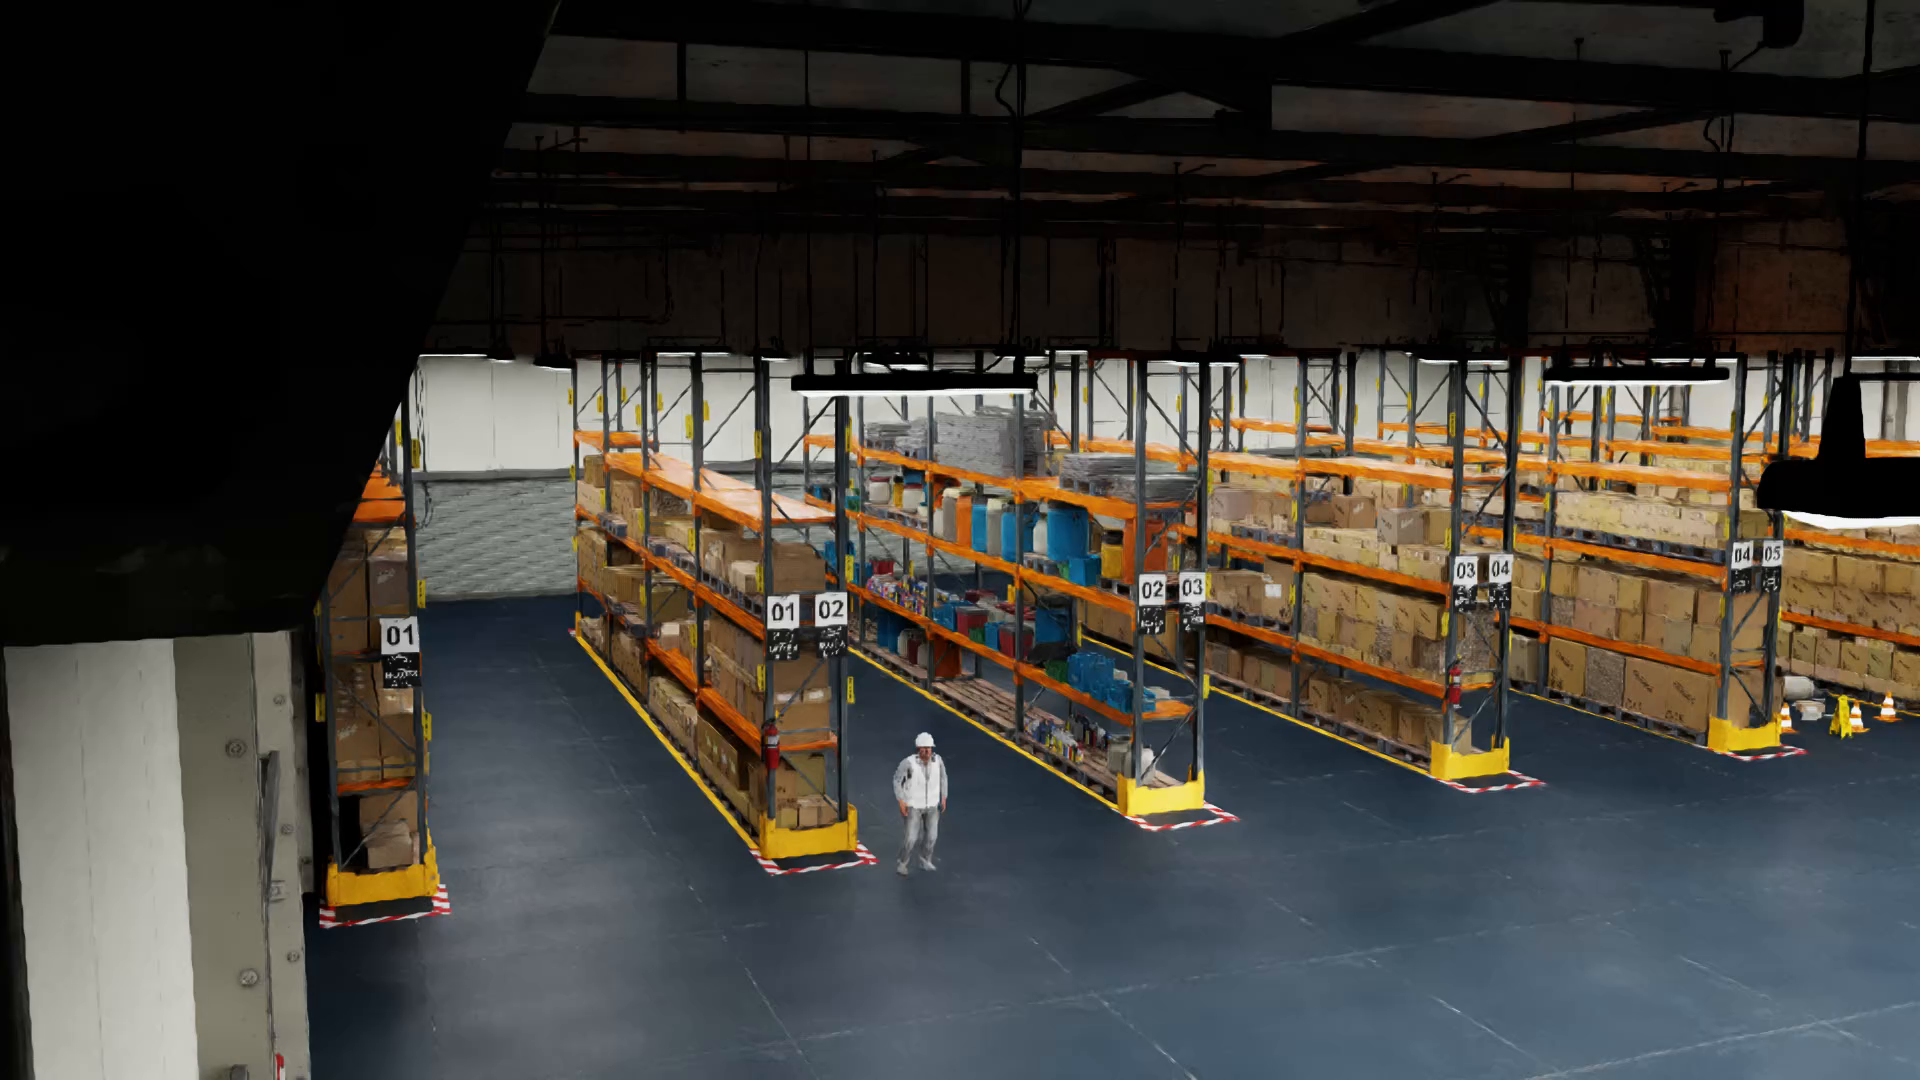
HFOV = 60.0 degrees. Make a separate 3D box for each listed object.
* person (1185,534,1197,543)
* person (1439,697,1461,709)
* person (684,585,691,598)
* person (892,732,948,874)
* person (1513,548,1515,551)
[{"bbox_3d":[5.740,0.334,41.333,0.639,1.714,0.469,5,9,34],"label":"person"},{"bbox_3d":[8.373,2.021,28.203,0.445,1.604,1.017,-2,7,-12],"label":"person"},{"bbox_3d":[-6.611,0.515,39.601,0.460,1.780,0.704,2,7,13],"label":"person"},{"bbox_3d":[-0.455,3.072,19.458,0.677,1.726,0.574,-3,8,-22],"label":"person"},{"bbox_3d":[11.784,1.026,35.703,0.597,1.721,0.667,0,7,0],"label":"person"}]
